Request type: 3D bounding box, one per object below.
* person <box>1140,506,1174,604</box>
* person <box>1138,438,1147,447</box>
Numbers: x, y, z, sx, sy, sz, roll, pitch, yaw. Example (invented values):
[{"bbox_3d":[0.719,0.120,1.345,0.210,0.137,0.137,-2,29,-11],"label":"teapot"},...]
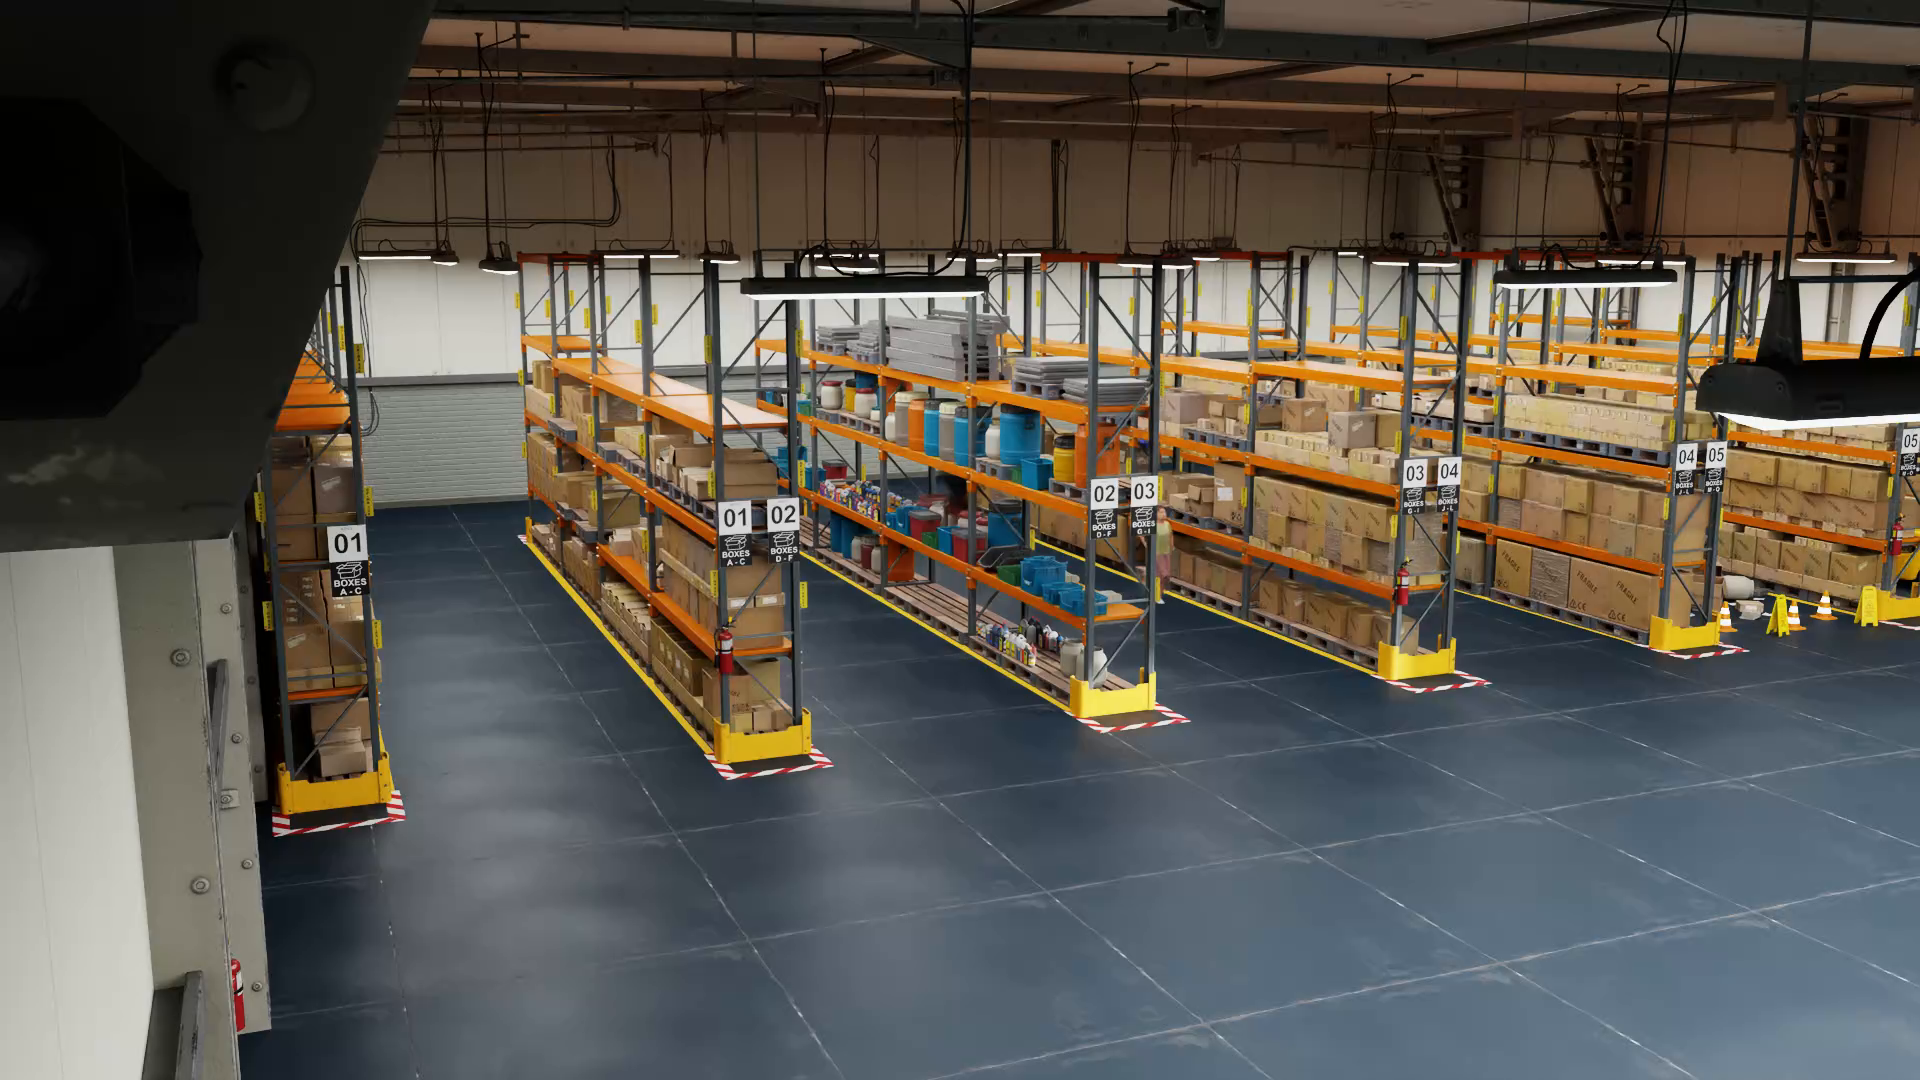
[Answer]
[{"bbox_3d":[3.329,0.248,27.565,0.574,1.641,0.505,-6,12,-28],"label":"person"},{"bbox_3d":[4.466,-1.989,41.504,0.703,1.673,0.621,-7,12,-32],"label":"person"}]
